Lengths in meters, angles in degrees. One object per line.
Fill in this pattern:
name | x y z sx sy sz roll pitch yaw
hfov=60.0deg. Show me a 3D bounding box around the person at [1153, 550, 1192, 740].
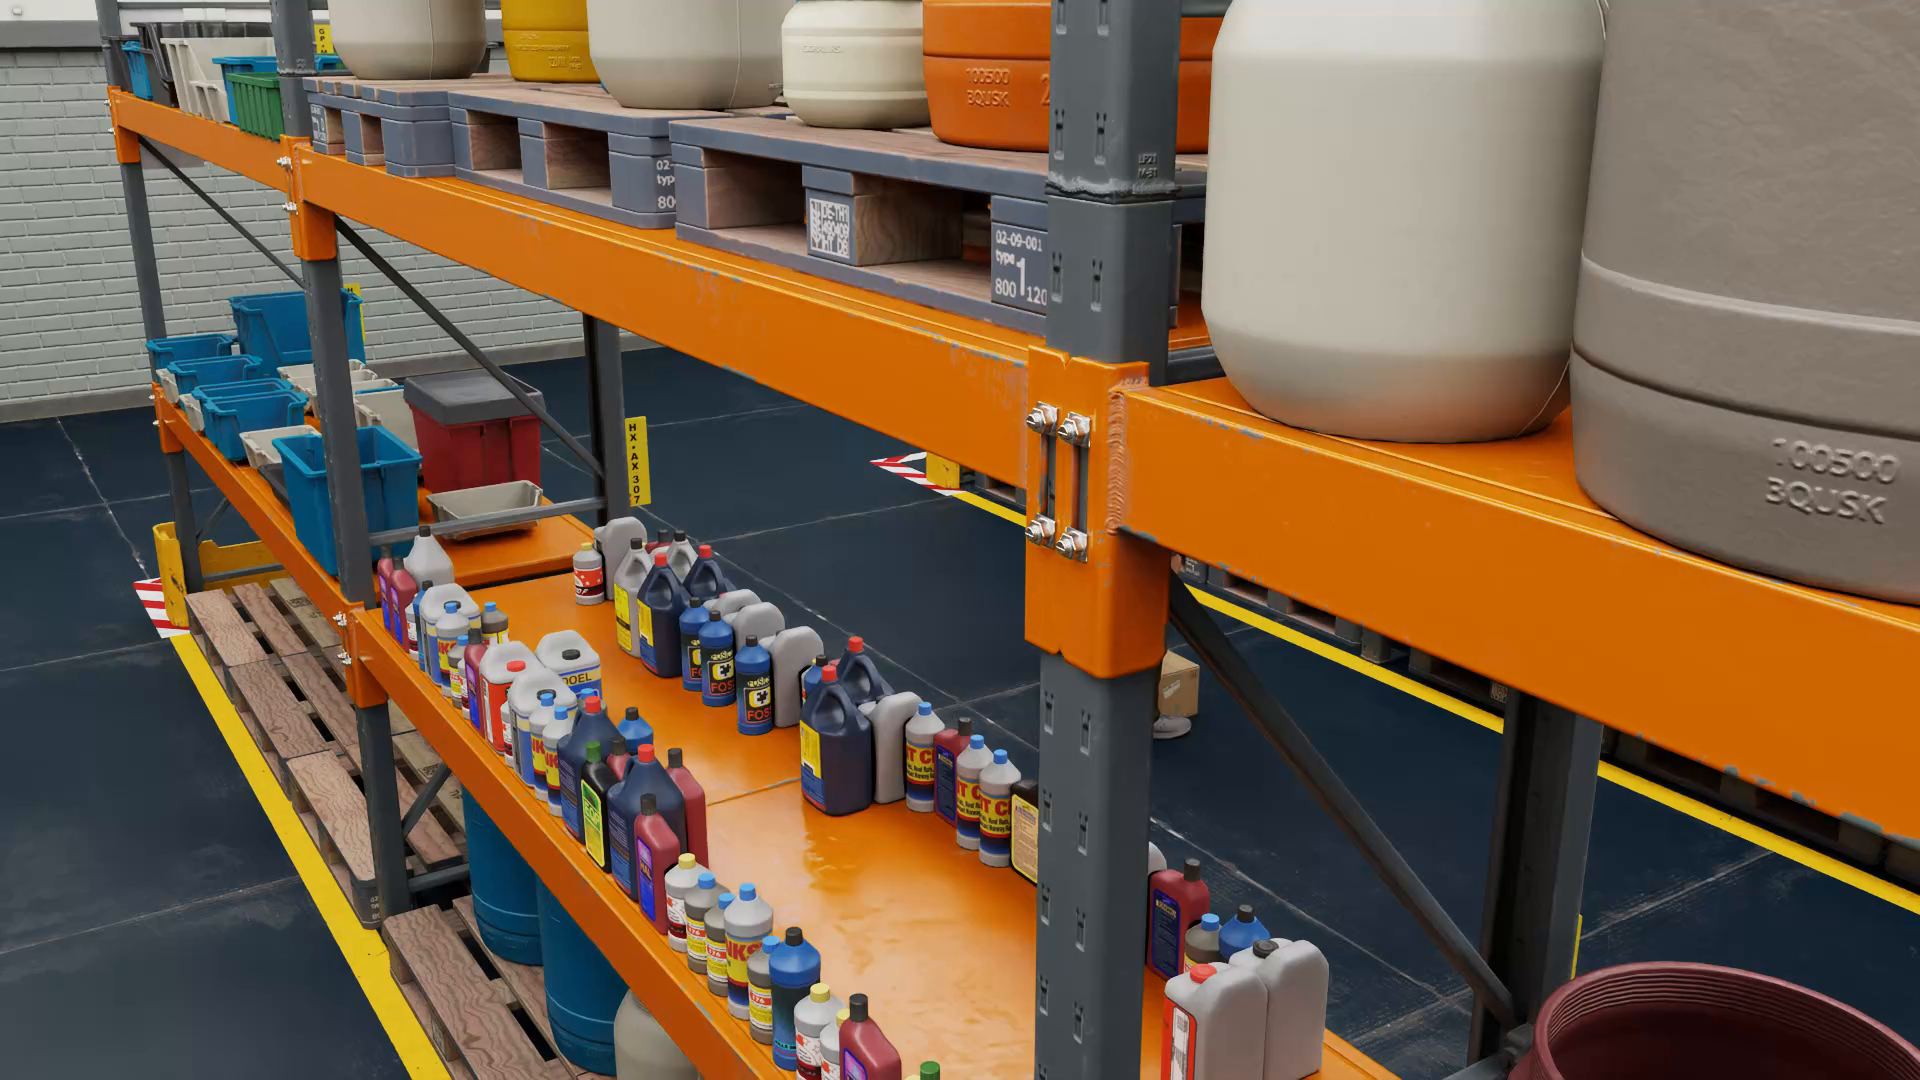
person | 0.745 0.011 7.544 0.423 1.774 0.653 -13 22 -34
